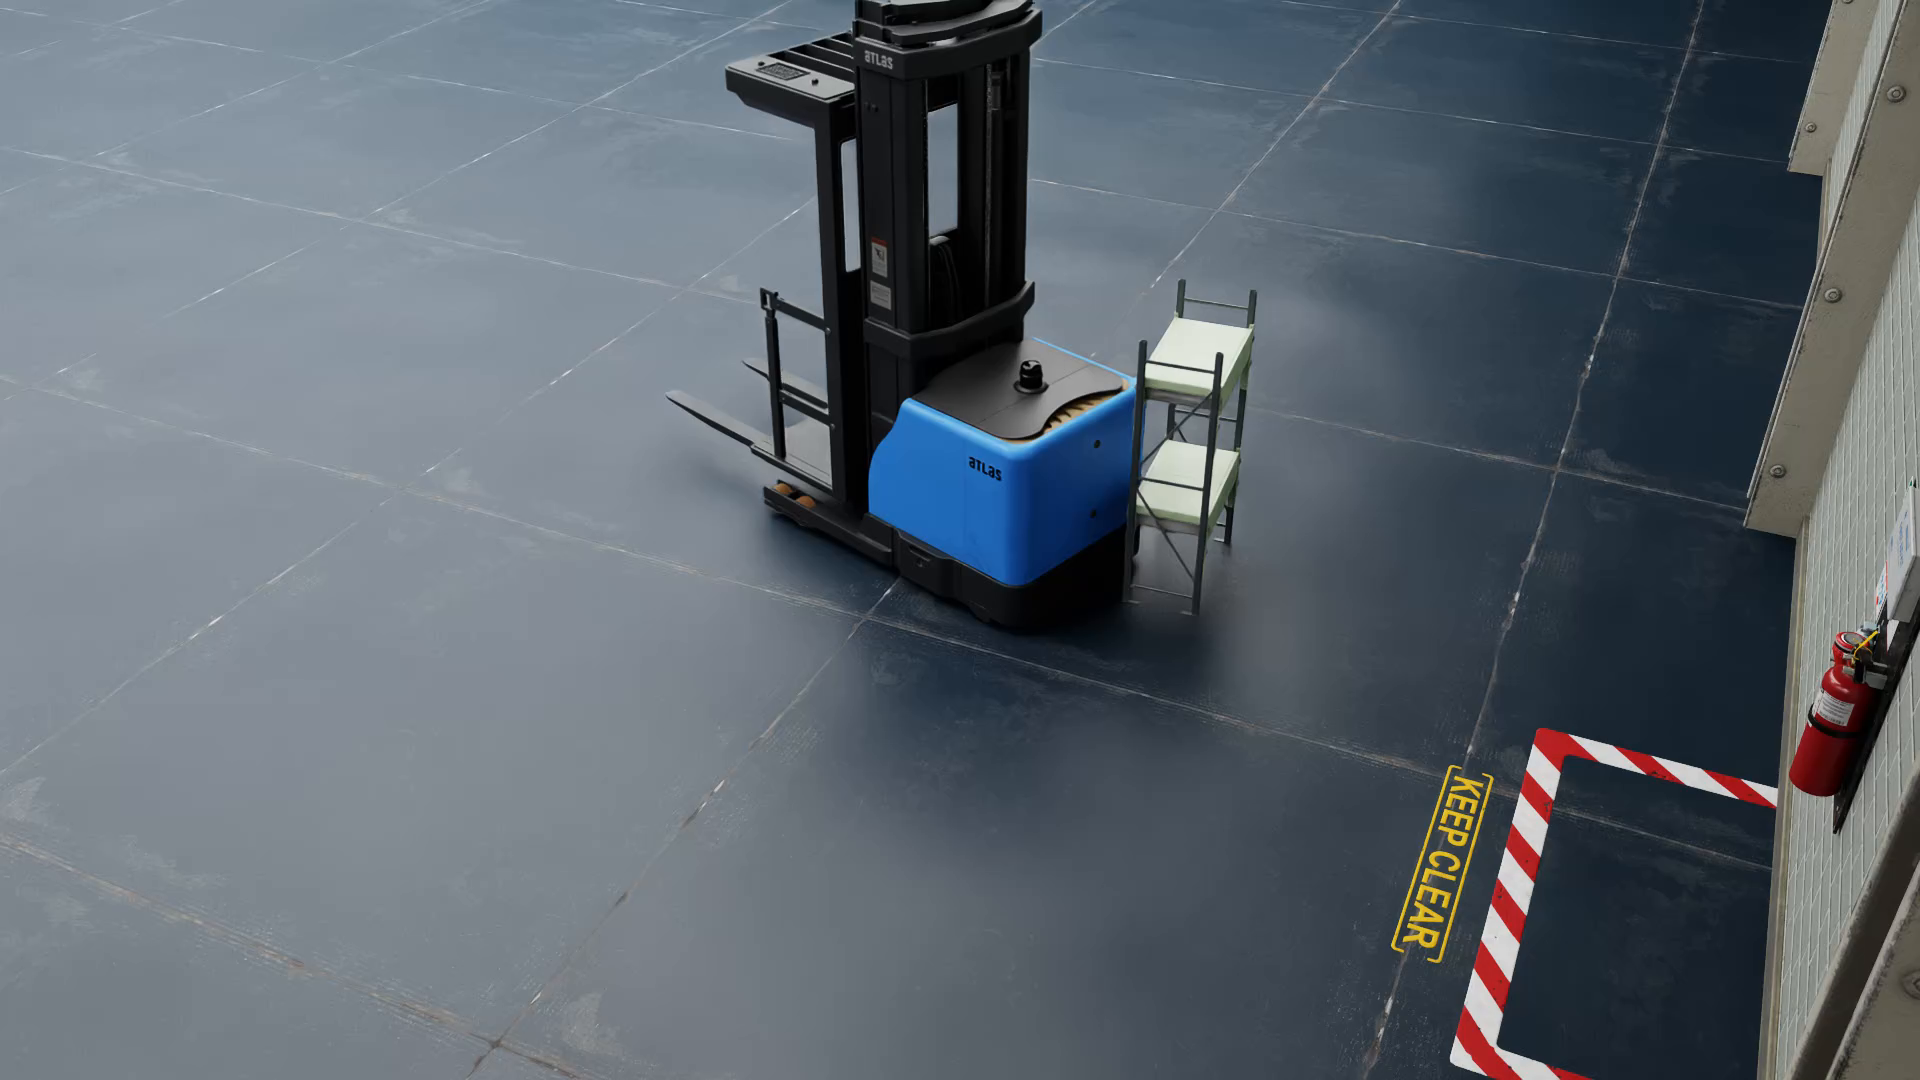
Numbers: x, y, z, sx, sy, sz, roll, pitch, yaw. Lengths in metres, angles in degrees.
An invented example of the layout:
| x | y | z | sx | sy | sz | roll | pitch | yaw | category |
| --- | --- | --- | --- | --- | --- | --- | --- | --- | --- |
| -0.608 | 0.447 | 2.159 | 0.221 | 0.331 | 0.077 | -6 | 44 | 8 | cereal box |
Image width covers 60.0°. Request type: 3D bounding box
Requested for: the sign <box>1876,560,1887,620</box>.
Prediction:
| x | y | z | sx | sy | sz | roll | pitch | yaw | category |
| --- | --- | --- | --- | --- | --- | --- | --- | --- | --- |
| 3.455 | 0.110 | 6.183 | 0.001 | 0.329 | 0.234 | 14 | 36 | 20 | sign |

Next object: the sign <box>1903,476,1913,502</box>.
| x | y | z | sx | sy | sz | roll | pitch | yaw | category |
| --- | --- | --- | --- | --- | --- | --- | --- | --- | --- |
| 3.445 | -0.112 | 6.037 | 0.001 | 0.109 | 0.331 | 14 | 36 | 20 | sign |

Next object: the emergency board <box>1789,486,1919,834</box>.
| x | y | z | sx | sy | sz | roll | pitch | yaw | category |
| --- | --- | --- | --- | --- | --- | --- | --- | --- | --- |
| 3.130 | 0.376 | 5.809 | 0.194 | 1.169 | 0.643 | 14 | 36 | 20 | emergency board |

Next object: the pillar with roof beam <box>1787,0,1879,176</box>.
| x | y | z | sx | sy | sz | roll | pitch | yaw | category |
| --- | --- | --- | --- | --- | --- | --- | --- | --- | --- |
| 3.172 | -7.875 | 12.921 | 9.100 | 9.000 | 0.400 | 14 | 36 | 20 | pillar with roof beam |

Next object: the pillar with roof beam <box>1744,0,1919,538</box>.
| x | y | z | sx | sy | sz | roll | pitch | yaw | category |
| --- | --- | --- | --- | --- | --- | --- | --- | --- | --- |
| 0.661 | -4.886 | 8.364 | 9.100 | 9.000 | 0.400 | 14 | 36 | 20 | pillar with roof beam |

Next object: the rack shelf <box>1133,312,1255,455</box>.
| x | y | z | sx | sy | sz | roll | pitch | yaw | category |
| --- | --- | --- | --- | --- | --- | --- | --- | --- | --- |
| 1.162 | -0.787 | 8.239 | 0.431 | 0.370 | 0.720 | 12 | 35 | 17 | rack shelf |

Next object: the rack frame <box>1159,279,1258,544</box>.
| x | y | z | sx | sy | sz | roll | pitch | yaw | category |
| --- | --- | --- | --- | --- | --- | --- | --- | --- | --- |
| 1.291 | -0.649 | 8.740 | 0.400 | 1.500 | 0.023 | 12 | 35 | 17 | rack frame |

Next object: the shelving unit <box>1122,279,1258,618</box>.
| x | y | z | sx | sy | sz | roll | pitch | yaw | category |
| --- | --- | --- | --- | --- | --- | --- | --- | --- | --- |
| 1.162 | -0.461 | 8.453 | 0.431 | 1.500 | 0.755 | 12 | 35 | 17 | shelving unit |

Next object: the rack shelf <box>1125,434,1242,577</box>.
| x | y | z | sx | sy | sz | roll | pitch | yaw | category |
| --- | --- | --- | --- | --- | --- | --- | --- | --- | --- |
| 1.162 | -0.188 | 8.632 | 0.431 | 0.370 | 0.720 | 12 | 35 | 17 | rack shelf |

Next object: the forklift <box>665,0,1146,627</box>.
| x | y | z | sx | sy | sz | roll | pitch | yaw | category |
| --- | --- | --- | --- | --- | --- | --- | --- | --- | --- |
| -0.457 | -1.485 | 8.711 | 3.031 | 2.935 | 1.130 | 27 | 42 | 35 | forklift |

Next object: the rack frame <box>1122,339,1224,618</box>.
| x | y | z | sx | sy | sz | roll | pitch | yaw | category |
| --- | --- | --- | --- | --- | --- | --- | --- | --- | --- |
| 1.033 | -0.273 | 8.167 | 0.400 | 1.500 | 0.023 | 12 | 35 | 17 | rack frame |
